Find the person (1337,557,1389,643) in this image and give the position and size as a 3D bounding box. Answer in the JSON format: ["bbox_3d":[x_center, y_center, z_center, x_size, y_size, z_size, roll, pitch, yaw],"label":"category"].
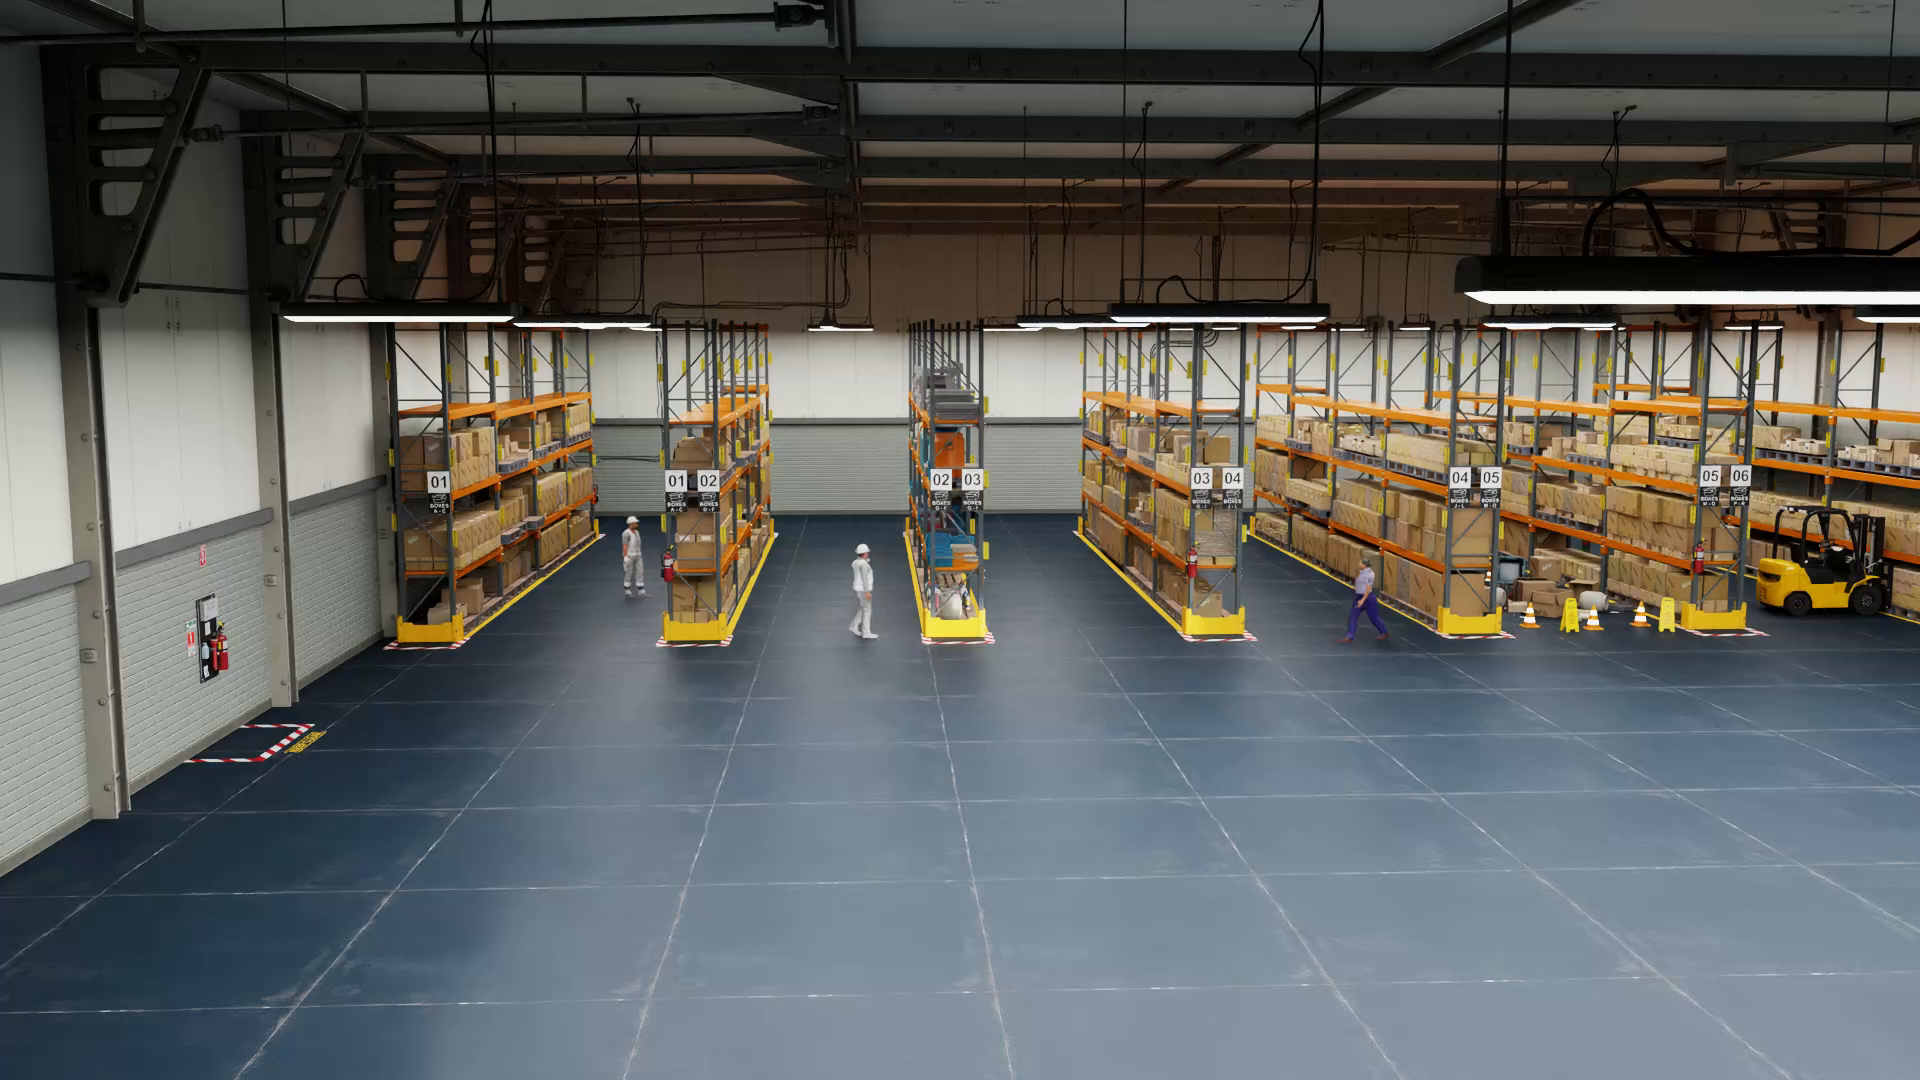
[{"bbox_3d":[7.517,1.165,30.859,0.985,1.506,0.436,-4,8,-29],"label":"person"}]

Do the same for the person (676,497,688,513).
[{"bbox_3d":[-7.443,-0.737,45.174,0.572,1.801,0.607,1,7,9],"label":"person"}]

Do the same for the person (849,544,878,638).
[{"bbox_3d":[-1.831,0.963,31.528,0.505,1.785,0.597,-2,7,-13],"label":"person"}]

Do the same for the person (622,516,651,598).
[{"bbox_3d":[-7.058,0.384,36.103,0.584,1.793,0.583,6,9,41],"label":"person"}]

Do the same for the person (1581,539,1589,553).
[{"bbox_3d":[16.282,-0.511,43.361,0.424,1.794,0.605,2,7,16],"label":"person"}]
